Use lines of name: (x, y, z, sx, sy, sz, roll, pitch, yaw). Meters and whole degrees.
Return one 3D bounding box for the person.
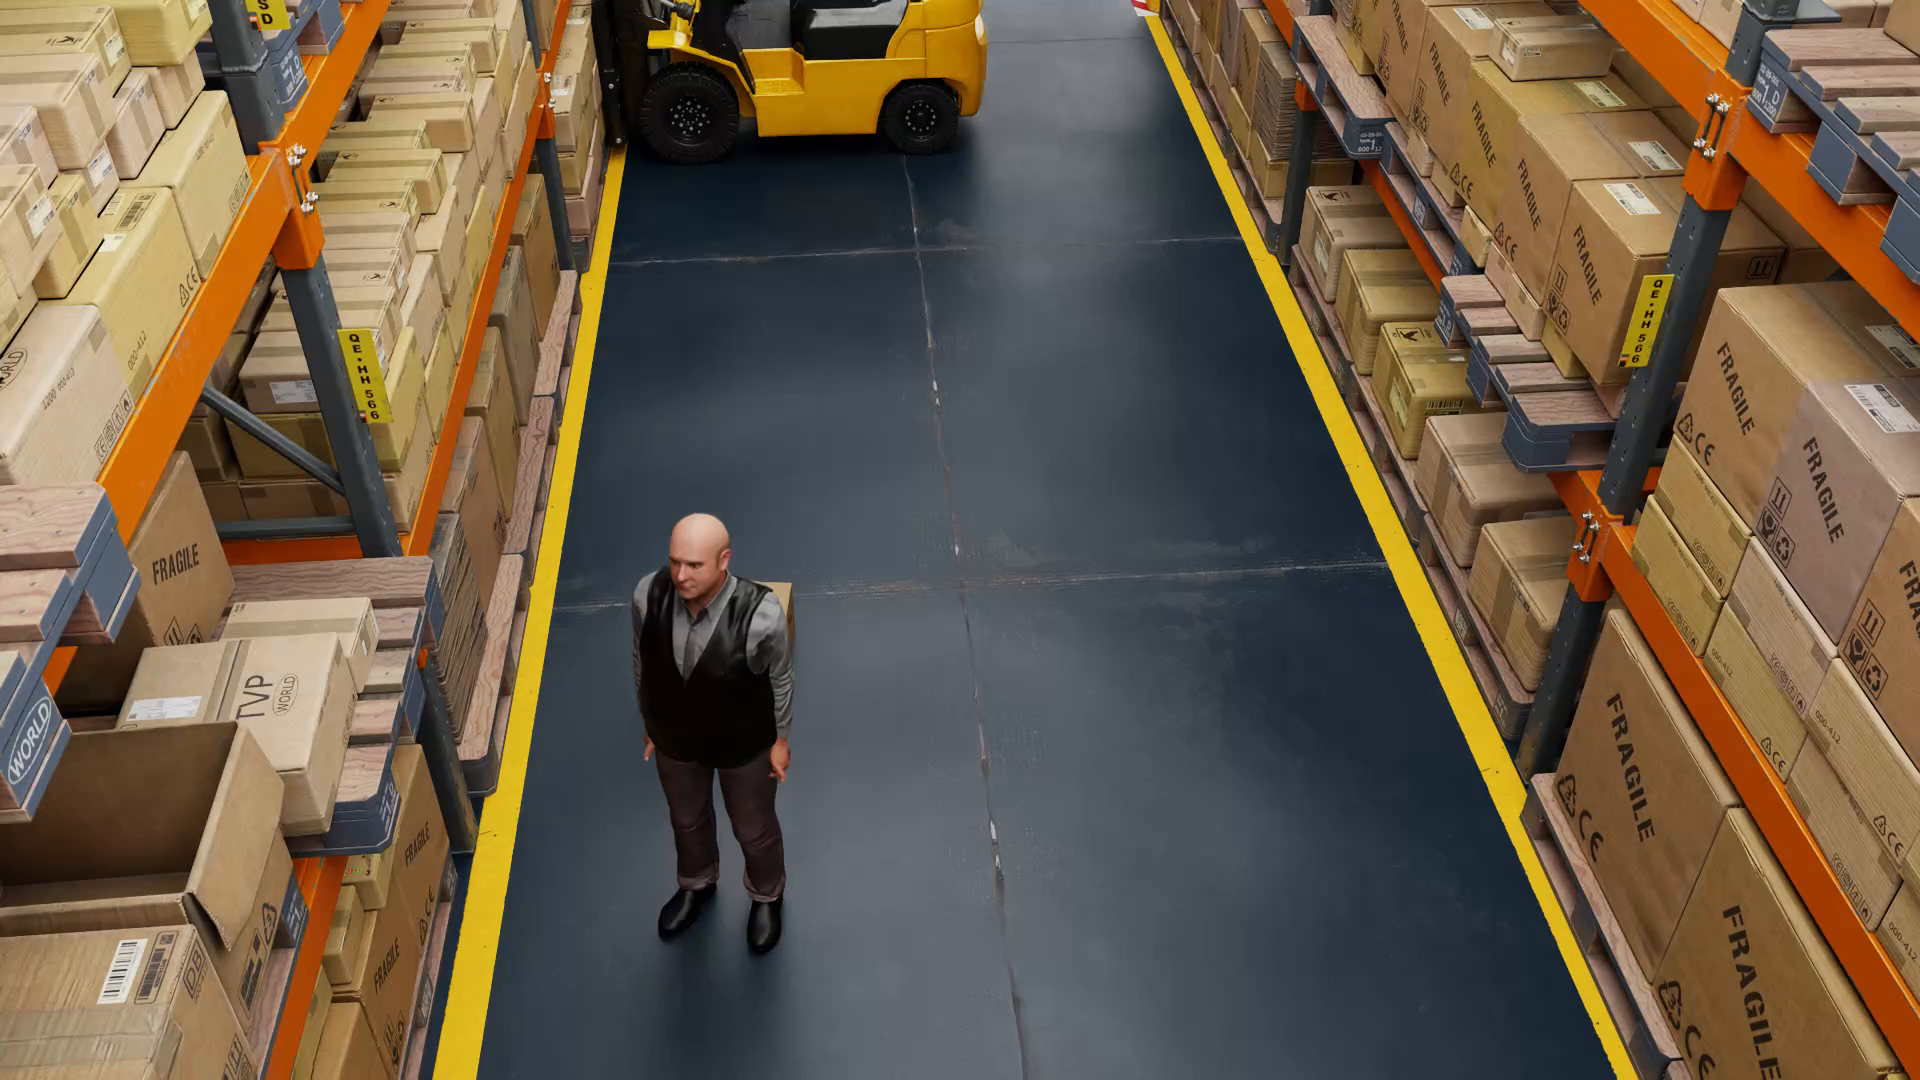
person: (-0.791, 0.642, 5.377, 0.524, 1.723, 0.368, 8, 39, 9)
